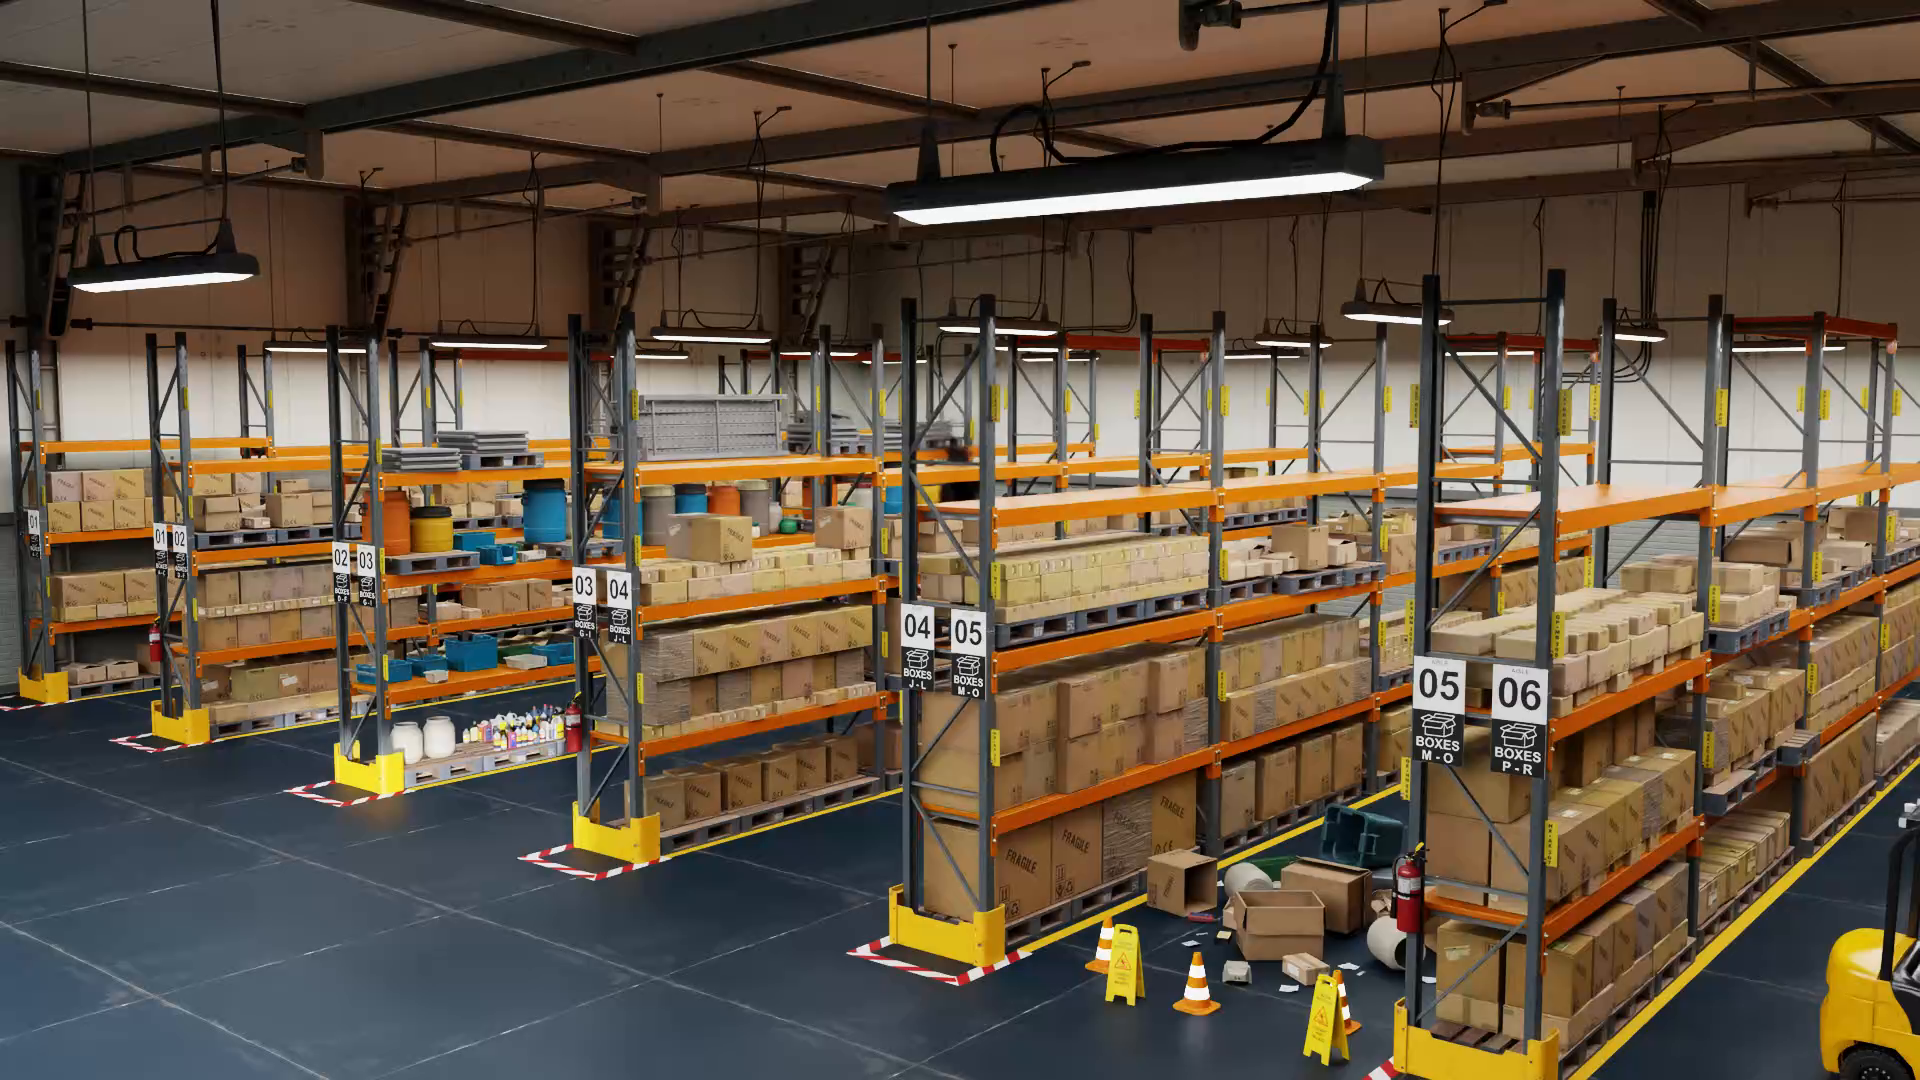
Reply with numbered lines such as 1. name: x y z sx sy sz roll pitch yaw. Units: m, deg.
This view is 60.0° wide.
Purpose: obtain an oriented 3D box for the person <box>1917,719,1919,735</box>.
1. person: 11.573 2.535 19.438 0.685 1.751 0.700 3 6 34
